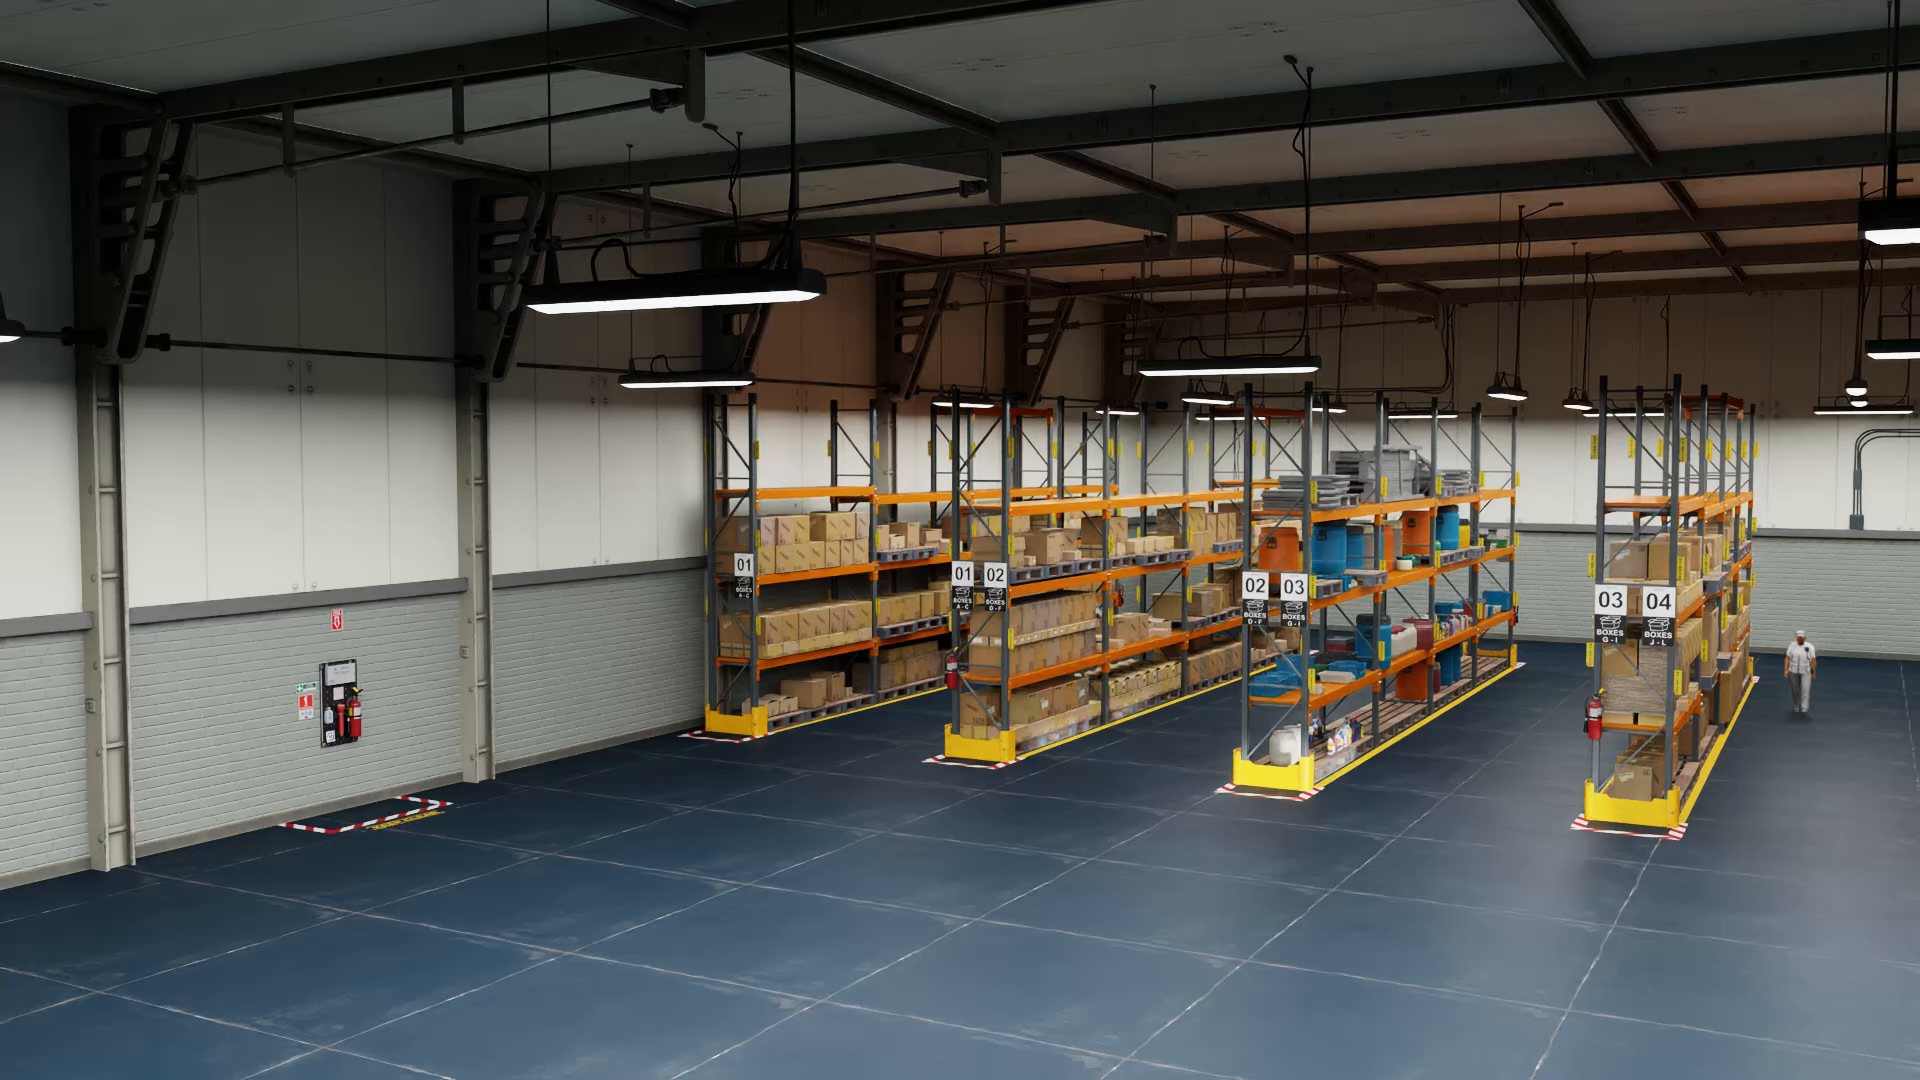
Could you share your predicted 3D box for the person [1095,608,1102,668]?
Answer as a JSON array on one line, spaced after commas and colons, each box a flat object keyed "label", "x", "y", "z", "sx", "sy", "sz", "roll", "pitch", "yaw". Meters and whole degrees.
[{"label": "person", "x": 2.969, "y": 2.049, "z": 37.162, "sx": 0.671, "sy": 1.634, "sz": 0.708, "roll": 2, "pitch": 4, "yaw": 37}]

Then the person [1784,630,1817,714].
[{"label": "person", "x": 15.801, "y": 2.490, "z": 31.299, "sx": 0.512, "sy": 1.605, "sz": 1.050, "roll": 2, "pitch": 4, "yaw": 37}]
